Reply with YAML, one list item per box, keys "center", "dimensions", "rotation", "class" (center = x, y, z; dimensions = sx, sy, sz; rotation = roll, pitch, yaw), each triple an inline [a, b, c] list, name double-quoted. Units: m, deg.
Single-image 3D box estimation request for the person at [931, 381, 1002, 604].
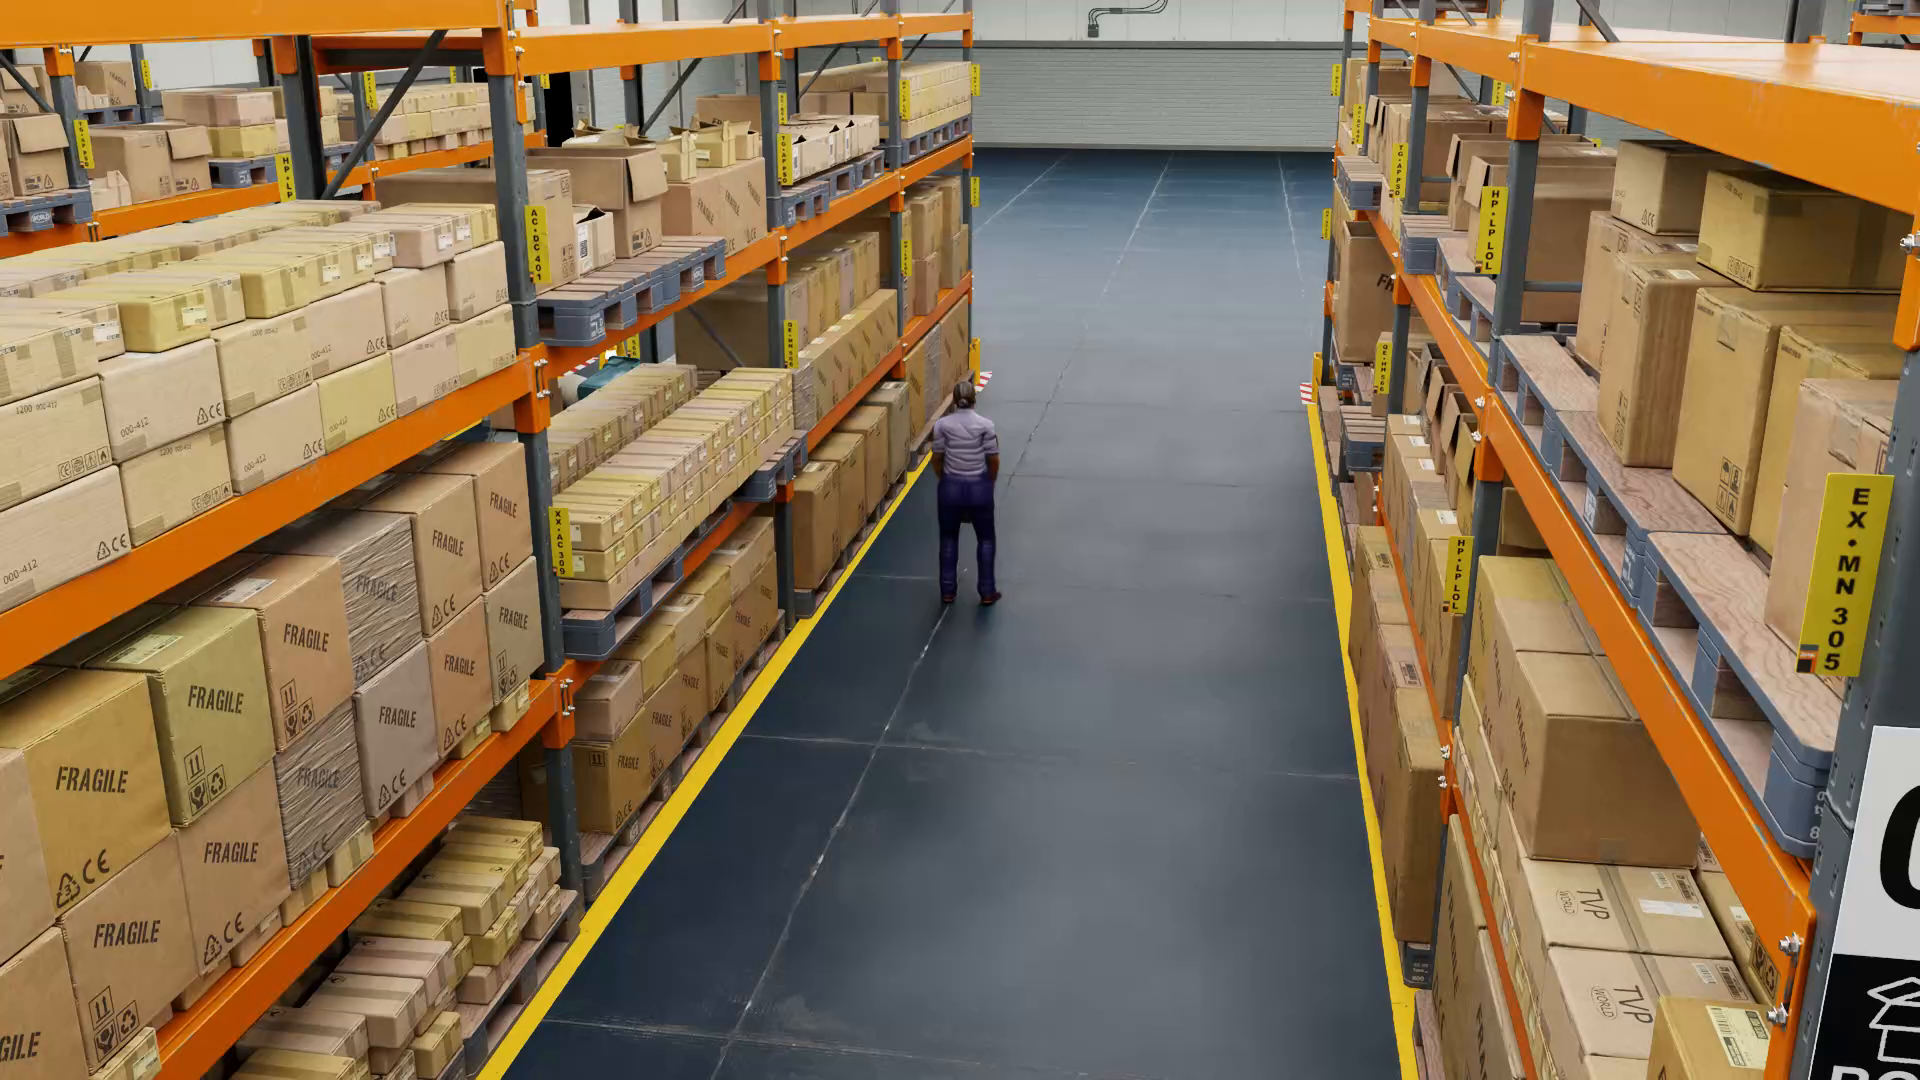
- center: [0.048, -0.345, 12.120]
  dimensions: [0.516, 1.656, 0.384]
  rotation: [2, 18, 7]
  class: "person"
